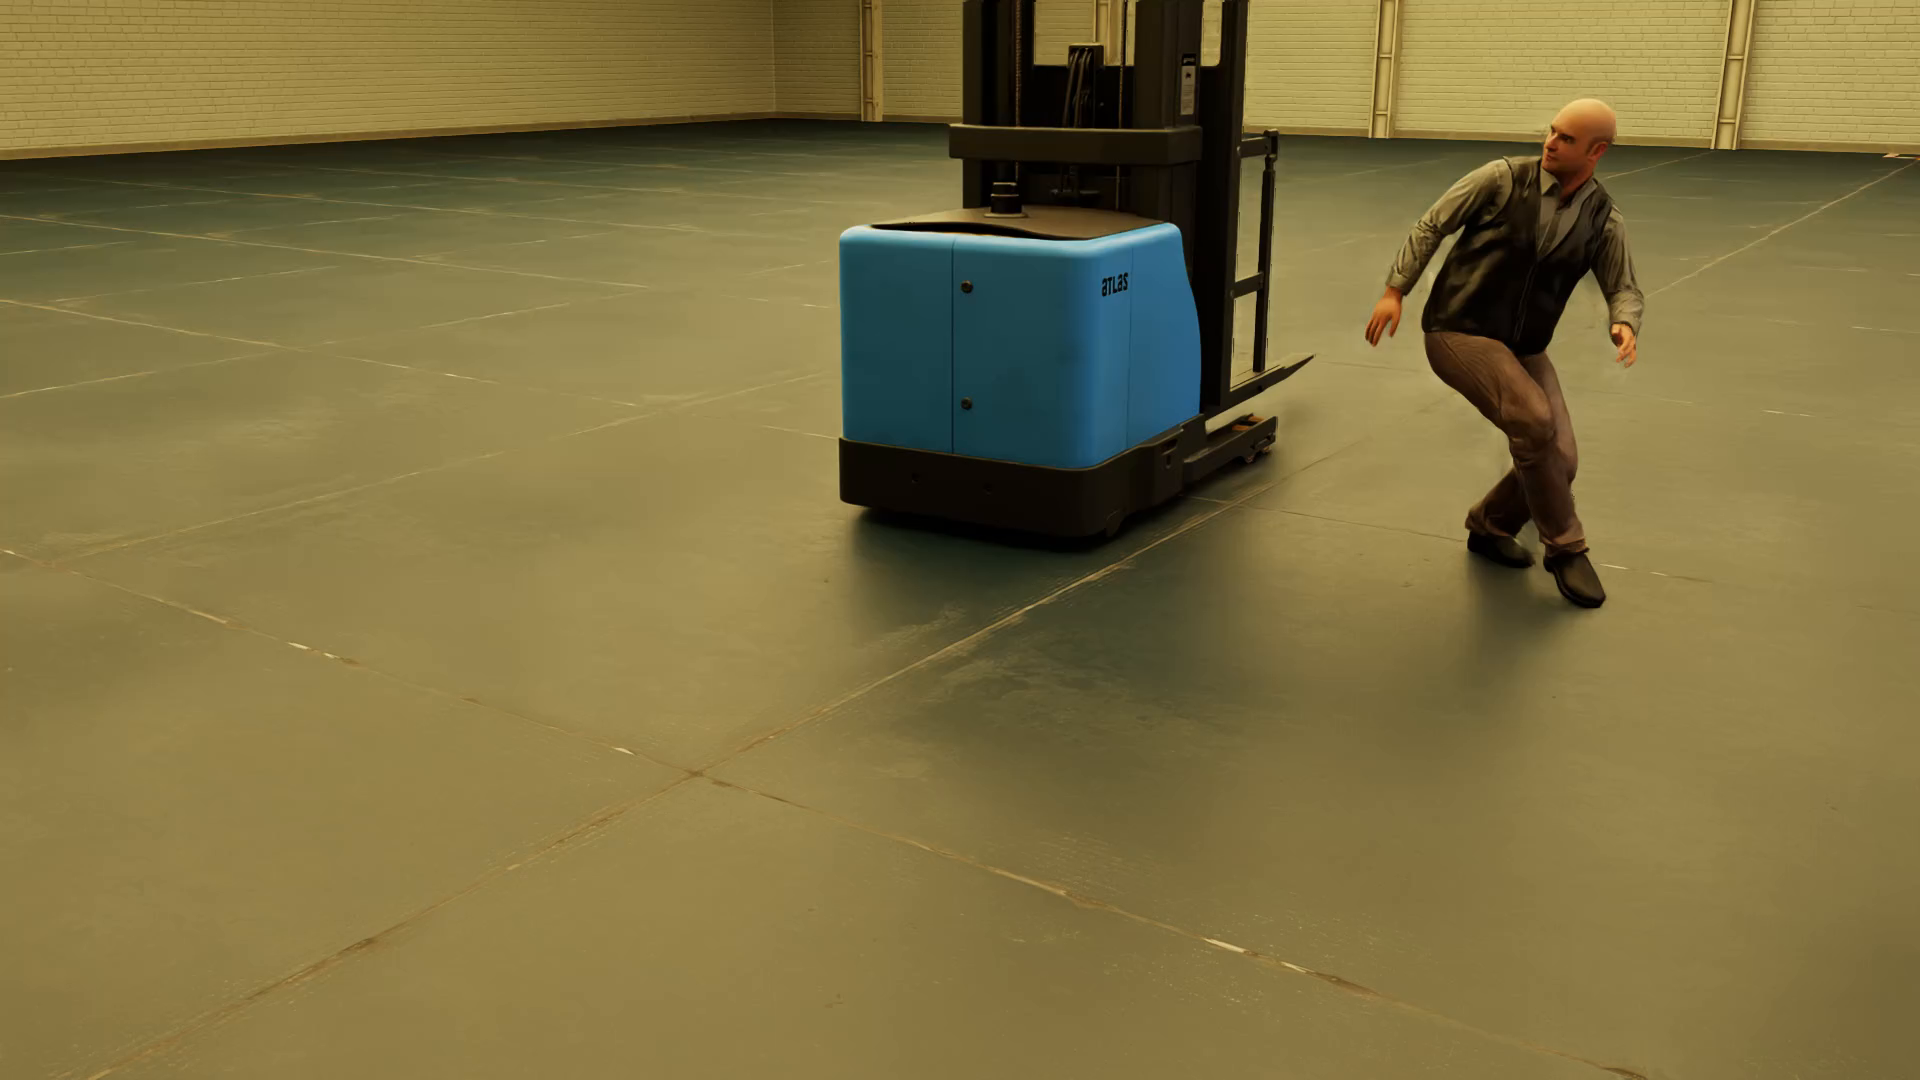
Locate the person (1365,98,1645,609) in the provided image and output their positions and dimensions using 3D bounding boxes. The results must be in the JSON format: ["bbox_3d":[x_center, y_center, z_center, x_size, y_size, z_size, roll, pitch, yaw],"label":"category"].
[{"bbox_3d":[1.800,-0.609,5.321,0.745,1.555,0.770,-5,17,-16],"label":"person"}]

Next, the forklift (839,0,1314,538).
[{"bbox_3d":[0.716,-1.784,6.798,1.130,2.935,3.031,9,19,28],"label":"forklift"}]
